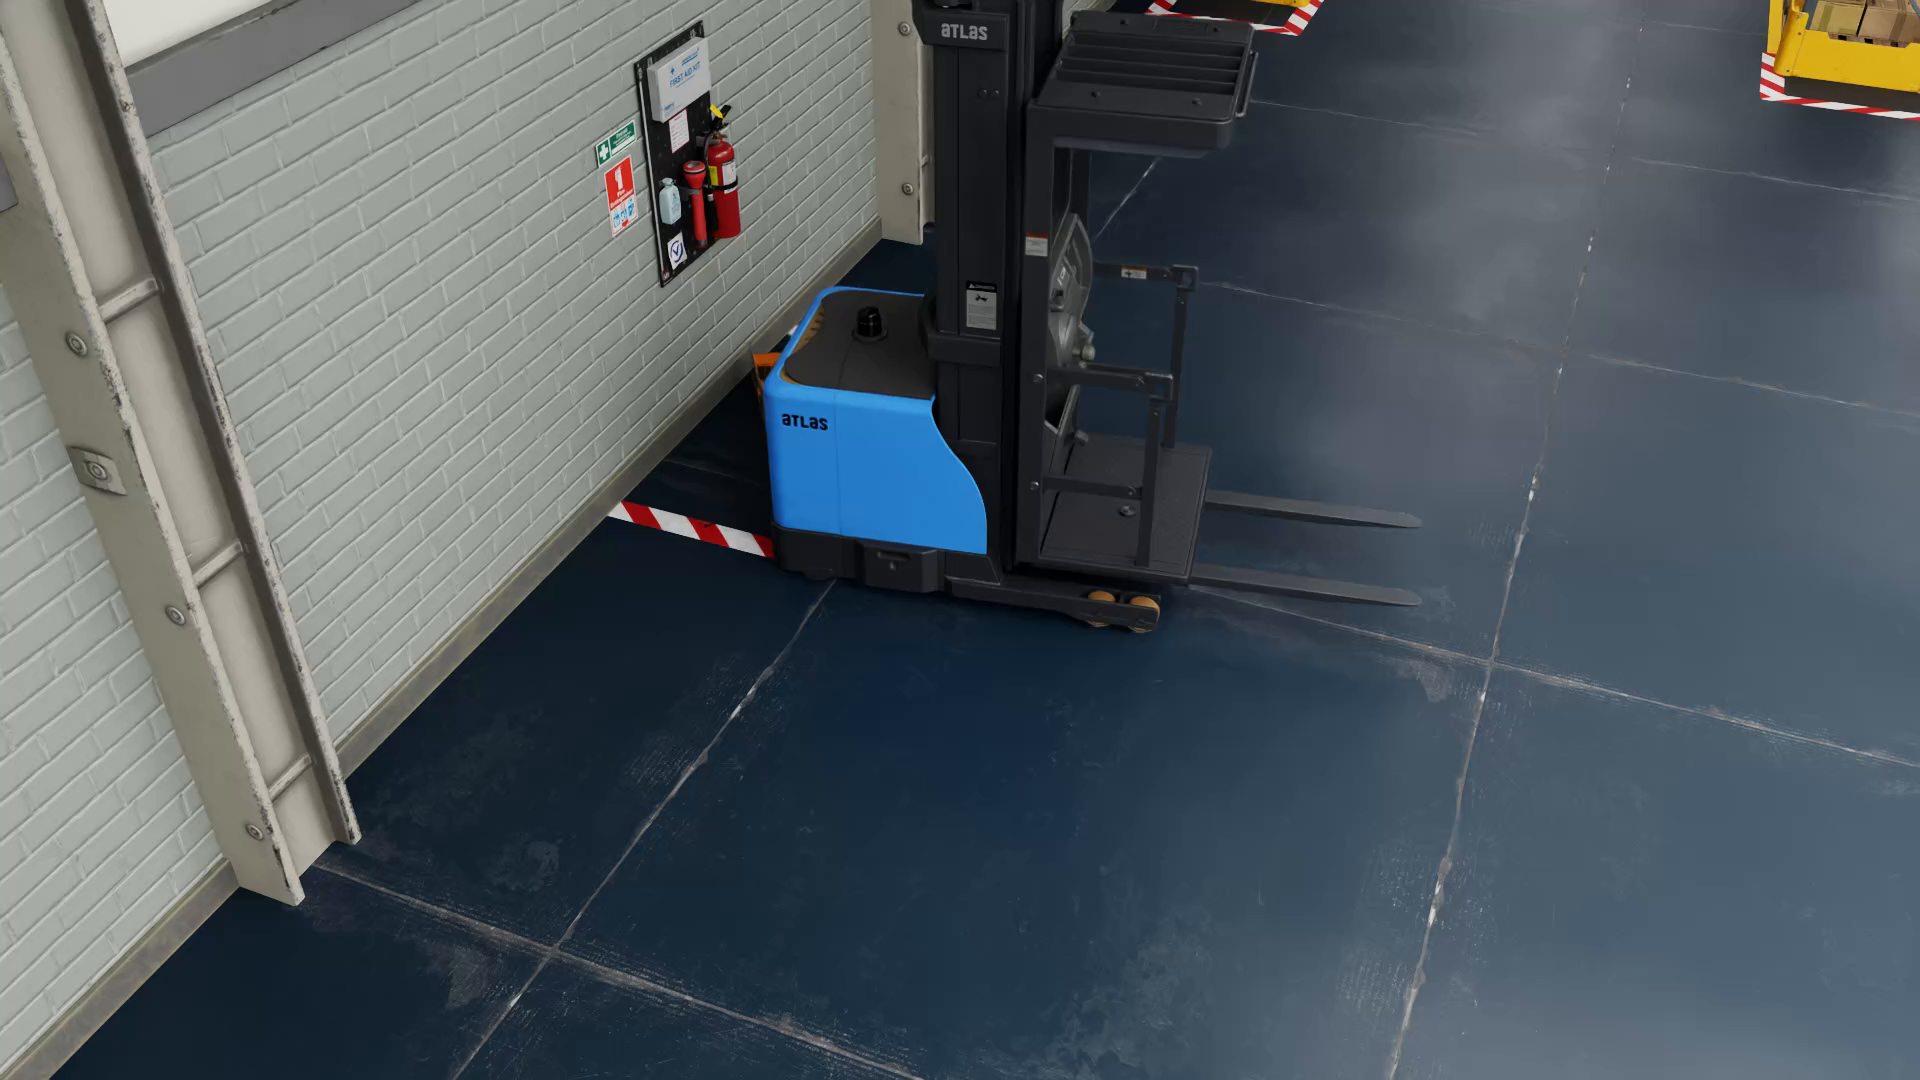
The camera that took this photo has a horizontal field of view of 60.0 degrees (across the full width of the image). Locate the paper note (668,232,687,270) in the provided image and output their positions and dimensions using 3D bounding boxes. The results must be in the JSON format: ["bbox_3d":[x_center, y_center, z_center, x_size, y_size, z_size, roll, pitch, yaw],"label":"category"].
[{"bbox_3d":[-1.435,-1.469,8.446,0.016,0.148,0.142,14,39,18],"label":"paper note"}]

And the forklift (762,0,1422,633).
[{"bbox_3d":[0.673,-1.096,7.269,3.031,2.935,1.130,8,37,10],"label":"forklift"}]

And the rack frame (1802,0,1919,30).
[{"bbox_3d":[7.071,-4.875,12.267,1.000,3.000,0.127,14,39,18],"label":"rack frame"}]

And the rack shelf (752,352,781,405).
[{"bbox_3d":[-1.016,-0.904,9.274,0.240,0.215,0.259,-7,36,-10],"label":"rack shelf"}]

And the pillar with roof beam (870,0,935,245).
[{"bbox_3d":[3.653,-4.686,7.003,9.100,9.000,0.400,14,39,18],"label":"pillar with roof beam"}]

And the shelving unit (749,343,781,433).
[{"bbox_3d":[-0.957,-0.749,9.057,0.252,0.215,1.050,-7,36,-10],"label":"shelving unit"}]

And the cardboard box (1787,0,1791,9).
[{"bbox_3d":[7.181,-4.586,13.826,0.500,0.250,0.500,14,39,18],"label":"cardboard box"}]

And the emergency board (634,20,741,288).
[{"bbox_3d":[-1.303,-1.904,8.293,0.194,1.169,0.643,14,39,18],"label":"emergency board"}]

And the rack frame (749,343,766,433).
[{"bbox_3d":[-1.076,-0.734,9.035,0.008,0.200,1.050,-7,36,-10],"label":"rack frame"}]

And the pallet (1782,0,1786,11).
[{"bbox_3d":[7.789,-4.864,14.581,1.003,0.211,1.213,14,39,18],"label":"pallet"}]

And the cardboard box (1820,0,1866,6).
[{"bbox_3d":[7.000,-4.607,13.228,0.500,0.500,0.500,14,39,18],"label":"cardboard box"}]

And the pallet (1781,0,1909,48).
[{"bbox_3d":[7.324,-4.191,13.681,1.003,0.211,1.213,14,39,18],"label":"pallet"}]

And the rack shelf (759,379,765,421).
[{"bbox_3d":[-0.955,-0.743,9.048,0.240,0.215,0.259,-7,36,-10],"label":"rack shelf"}]

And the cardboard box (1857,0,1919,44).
[{"bbox_3d":[7.481,-4.188,13.294,0.500,0.250,0.500,14,39,18],"label":"cardboard box"}]

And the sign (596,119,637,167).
[{"bbox_3d":[-1.599,-1.849,7.746,0.001,0.109,0.331,14,39,18],"label":"sign"}]

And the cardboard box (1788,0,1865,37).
[{"bbox_3d":[7.002,-4.306,13.451,0.500,0.250,0.500,14,39,18],"label":"cardboard box"}]

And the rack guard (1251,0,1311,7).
[{"bbox_3d":[2.518,-5.042,14.578,1.175,0.500,0.348,14,39,18],"label":"rack guard"}]

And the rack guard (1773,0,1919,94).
[{"bbox_3d":[7.062,-3.860,12.997,1.175,0.500,0.348,14,39,18],"label":"rack guard"}]

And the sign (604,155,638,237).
[{"bbox_3d":[-1.609,-1.636,7.904,0.001,0.329,0.234,14,39,18],"label":"sign"}]

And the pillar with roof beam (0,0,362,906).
[{"bbox_3d":[1.370,-1.364,2.559,9.100,9.000,0.400,14,39,18],"label":"pillar with roof beam"}]
